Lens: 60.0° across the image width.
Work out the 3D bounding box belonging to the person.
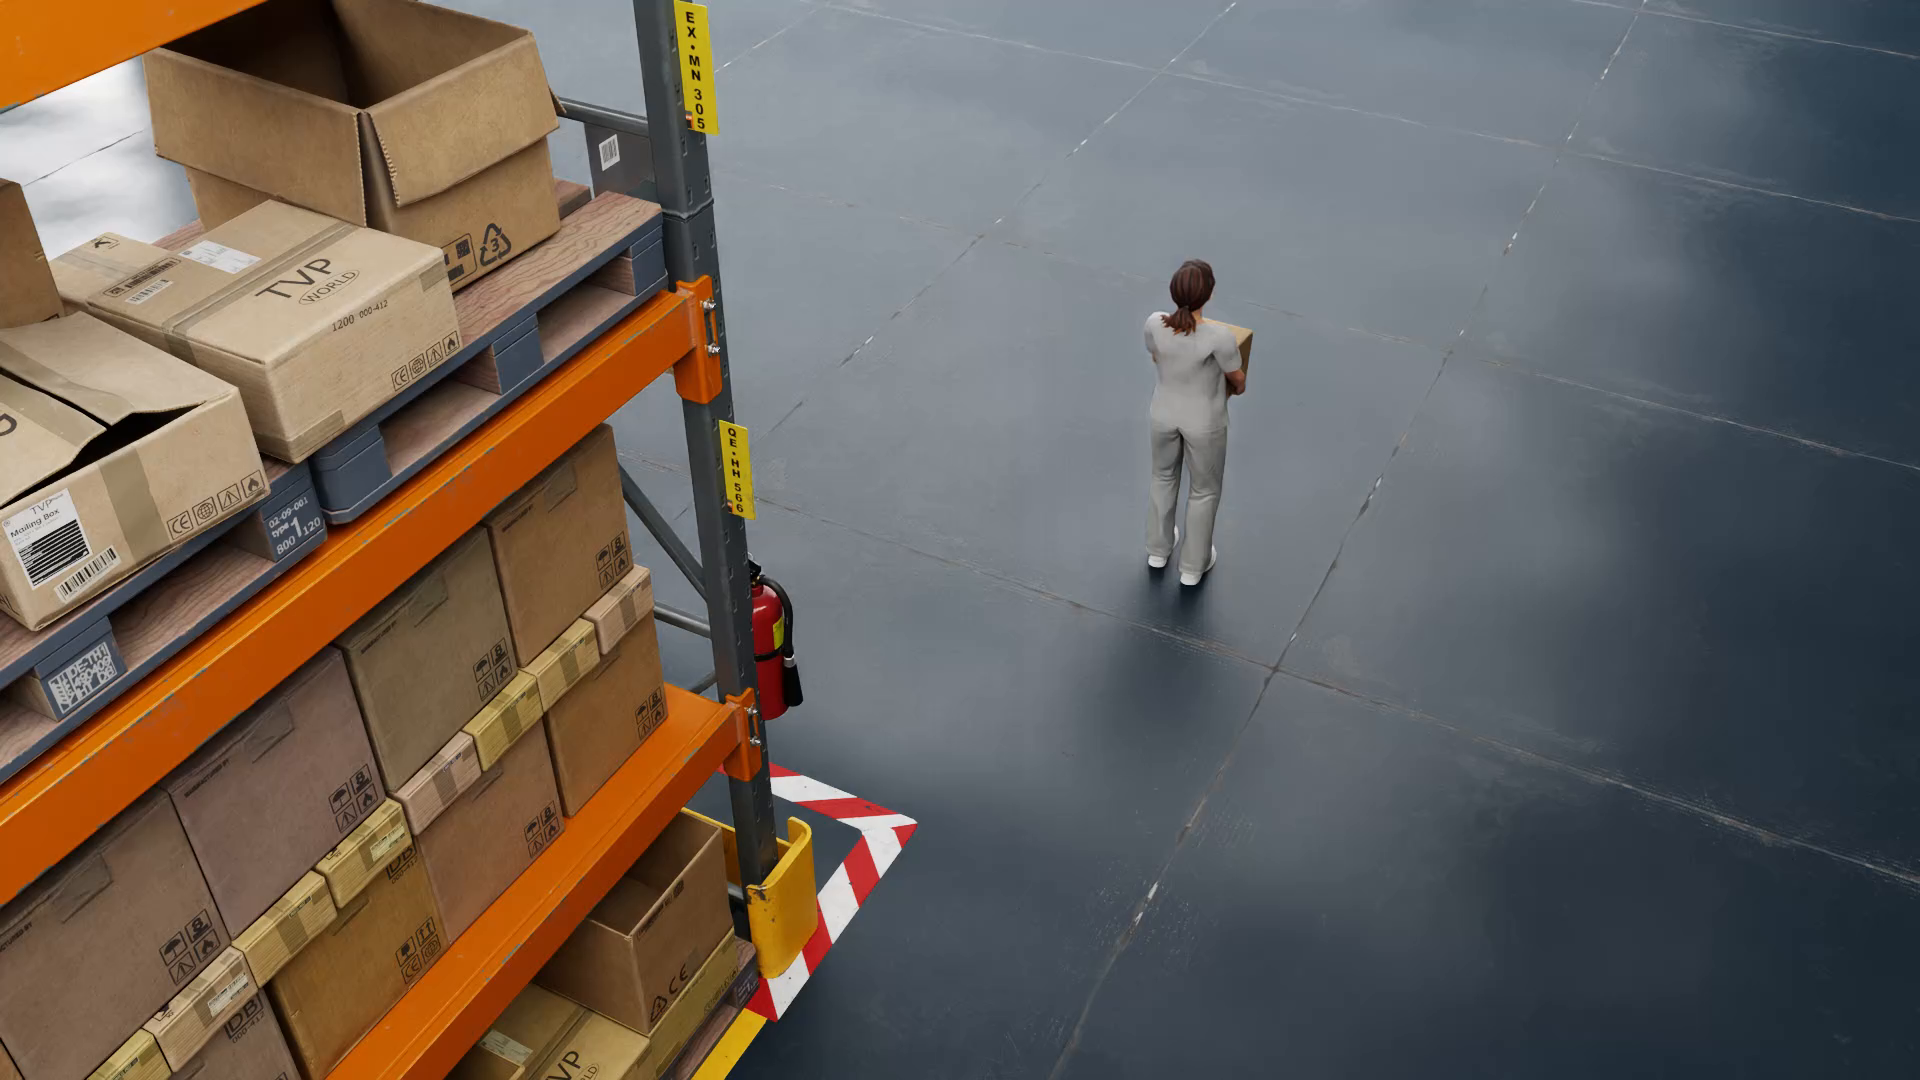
[{"bbox_3d":[1.044,-0.561,7.479,0.436,1.659,0.554,19,42,22],"label":"person"}]
